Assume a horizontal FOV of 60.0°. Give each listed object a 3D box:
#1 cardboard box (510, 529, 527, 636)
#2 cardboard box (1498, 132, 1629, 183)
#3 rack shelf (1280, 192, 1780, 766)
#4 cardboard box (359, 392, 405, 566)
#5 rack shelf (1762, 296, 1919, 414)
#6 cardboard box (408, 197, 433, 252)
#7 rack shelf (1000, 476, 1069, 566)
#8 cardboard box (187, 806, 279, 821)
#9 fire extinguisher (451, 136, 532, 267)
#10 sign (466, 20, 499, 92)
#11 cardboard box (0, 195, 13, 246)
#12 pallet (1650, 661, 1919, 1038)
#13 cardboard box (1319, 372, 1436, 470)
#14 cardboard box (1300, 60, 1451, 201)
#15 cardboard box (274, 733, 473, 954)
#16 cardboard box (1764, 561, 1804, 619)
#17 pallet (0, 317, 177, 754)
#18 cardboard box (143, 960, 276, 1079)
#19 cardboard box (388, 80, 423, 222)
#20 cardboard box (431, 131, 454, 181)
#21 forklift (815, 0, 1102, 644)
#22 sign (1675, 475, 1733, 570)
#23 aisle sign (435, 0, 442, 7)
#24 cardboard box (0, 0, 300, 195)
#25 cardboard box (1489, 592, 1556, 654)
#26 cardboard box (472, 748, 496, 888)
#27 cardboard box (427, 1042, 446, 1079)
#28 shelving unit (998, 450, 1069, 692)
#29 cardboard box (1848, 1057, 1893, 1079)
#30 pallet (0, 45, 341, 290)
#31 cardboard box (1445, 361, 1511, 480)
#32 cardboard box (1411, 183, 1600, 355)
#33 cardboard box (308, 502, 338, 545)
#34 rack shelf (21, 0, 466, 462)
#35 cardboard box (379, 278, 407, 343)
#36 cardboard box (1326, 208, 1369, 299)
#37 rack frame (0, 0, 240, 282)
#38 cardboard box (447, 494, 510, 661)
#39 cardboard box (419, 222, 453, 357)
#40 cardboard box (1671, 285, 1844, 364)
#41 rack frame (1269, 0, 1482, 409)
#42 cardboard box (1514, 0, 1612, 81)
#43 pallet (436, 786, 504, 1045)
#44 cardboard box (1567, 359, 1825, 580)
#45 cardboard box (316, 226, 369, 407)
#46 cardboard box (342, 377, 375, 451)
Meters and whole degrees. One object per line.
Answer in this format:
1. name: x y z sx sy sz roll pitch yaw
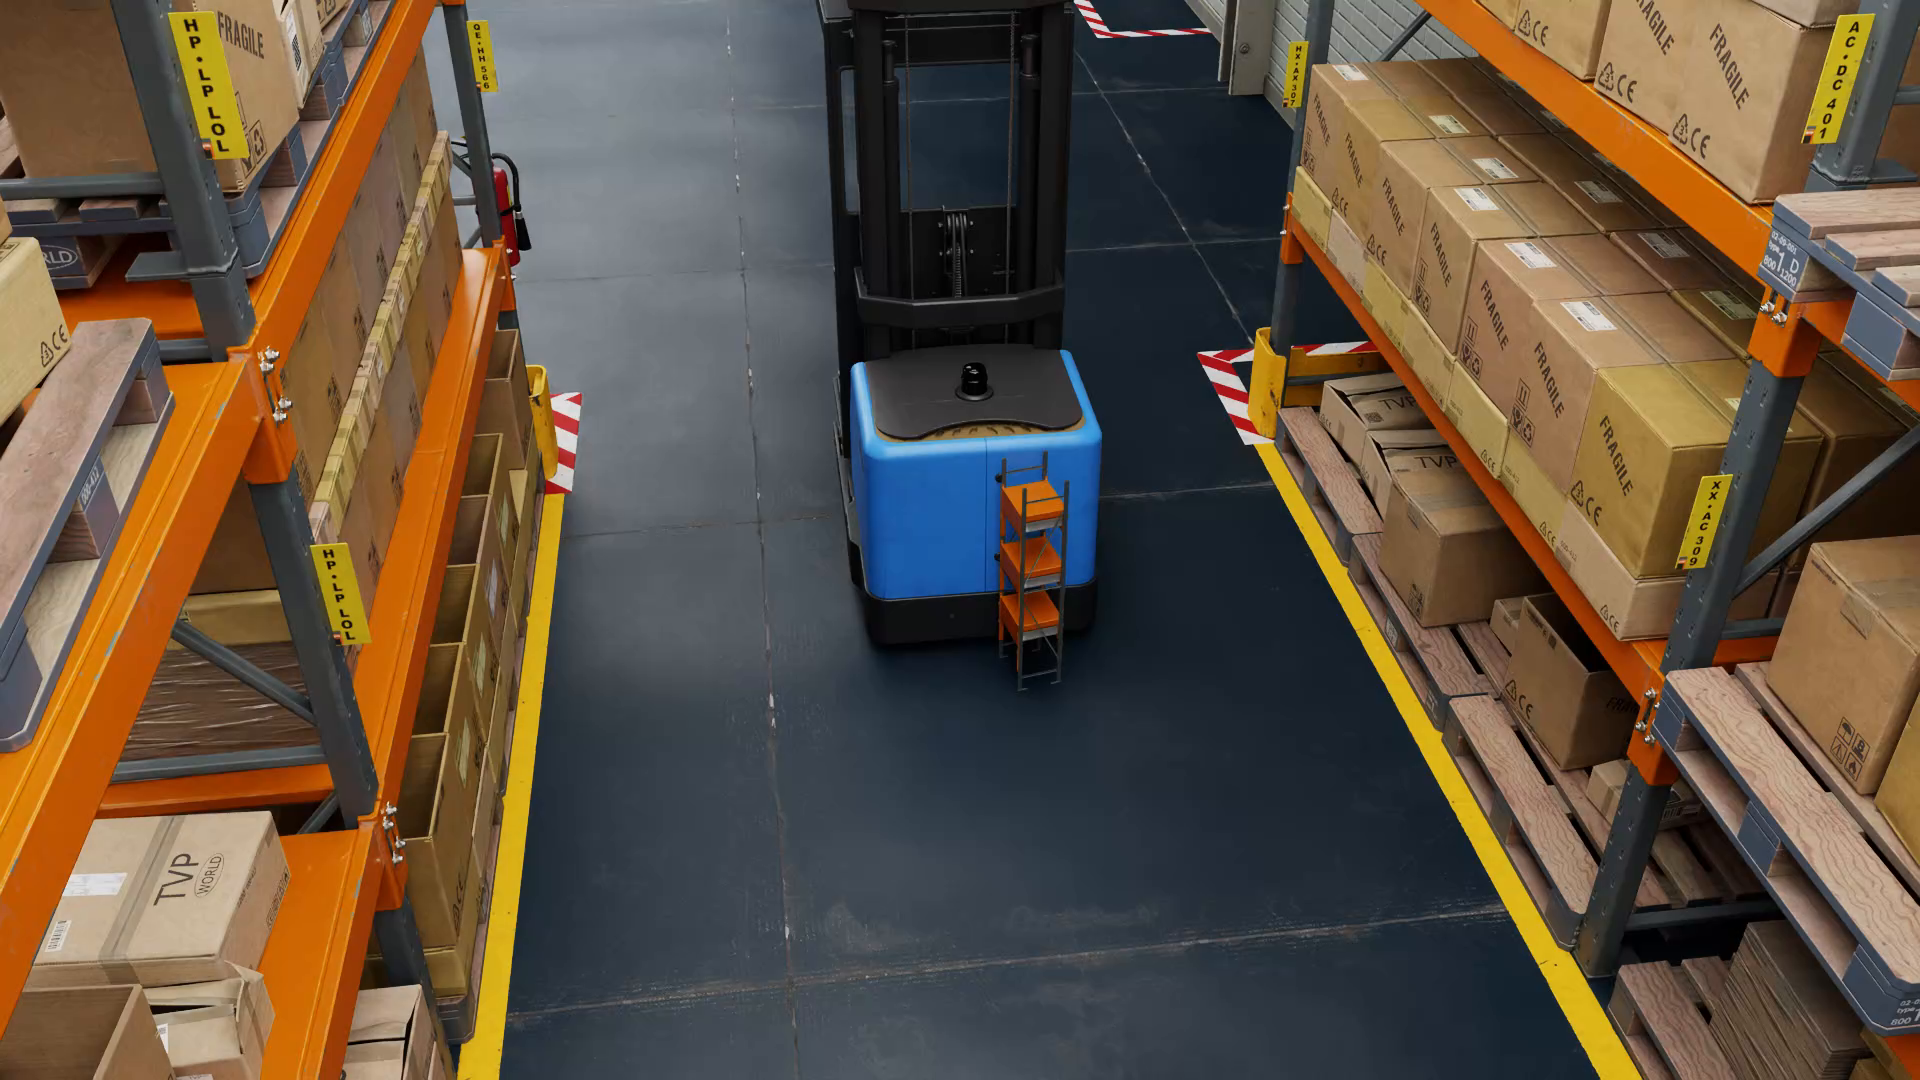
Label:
1. cardboard box: -2.206 0.204 7.356 0.500 0.250 0.500 -4 35 -6
2. cardboard box: 2.595 -1.410 7.104 0.500 0.500 0.500 -5 35 -8
3. rack shelf: 2.458 -0.557 7.042 1.077 0.370 4.000 -4 35 -6
4. cardboard box: -2.388 -0.223 5.825 0.700 0.500 0.500 -4 34 -6
5. rack shelf: 2.996 0.436 2.922 1.077 0.370 4.000 -4 35 -6
6. cardboard box: -2.376 -1.274 6.792 0.380 0.149 0.250 -4 34 -6
7. rack shelf: 0.308 -0.081 6.951 0.215 0.259 0.240 -11 36 -15
8. cardboard box: -2.516 0.770 5.860 0.500 0.500 0.500 -4 35 -6
9. fire extinguisher: -2.275 -1.662 8.094 0.296 0.674 0.183 -4 35 -6
10. sign: -2.179 -2.203 7.580 0.100 0.325 0.005 -4 35 -6
11. cardboard box: -2.137 -0.675 3.007 0.500 0.500 0.500 -4 34 -6
12. pallet: 2.686 0.779 4.614 1.003 0.211 1.213 -4 35 -6
13. cardboard box: 2.193 -0.648 8.534 0.500 0.311 0.500 -8 35 -12
14. cardboard box: 1.956 -1.937 7.879 0.500 0.500 0.500 -4 35 -6
15. cardboard box: -1.933 1.009 5.508 0.500 0.500 0.500 -4 35 -6
16. cardboard box: 2.876 0.037 5.647 0.500 0.250 0.500 -4 34 -6
17. pallet: -2.050 -0.030 3.137 0.805 0.209 1.217 -6 35 -8
18. cardboard box: -1.881 1.171 3.987 0.396 0.266 0.258 -5 35 -8
19. cardboard box: -2.586 -1.586 6.673 0.700 0.500 0.500 -5 35 -8
20. cardboard box: -2.479 -1.704 7.421 0.380 0.149 0.250 -5 35 -7
21. forklift: -0.081 -1.563 7.941 1.130 2.935 3.031 -4 34 -6
22. sign: 2.191 -0.050 4.892 0.100 0.325 0.005 -4 35 -6
23. aisle sign: -2.437 -2.726 7.278 0.394 0.787 0.004 -4 35 -6
24. cardboard box: -1.987 -1.174 4.060 0.500 0.500 0.500 -2 34 -2
25. cardboard box: 2.532 0.364 7.193 0.380 0.149 0.250 -7 35 -10
26. cardboard box: -2.005 1.041 6.128 0.500 0.250 0.500 -4 35 -6
27. cardboard box: -1.838 1.811 4.997 0.500 0.250 0.500 -5 35 -7
28. shelving unit: 0.308 0.145 7.105 0.215 1.050 0.252 -11 36 -15
29. cardboard box: 2.962 1.807 4.764 0.700 0.500 0.500 -5 35 -7
30. pallet: -2.321 -1.038 4.524 1.003 0.211 1.213 -4 35 -6
31. cardboard box: 2.221 -0.484 6.412 0.500 0.250 0.500 -5 35 -7
32. cardboard box: 2.157 -1.085 6.628 0.500 0.500 0.500 -3 34 -5
33. cardboard box: -2.059 0.025 4.885 0.380 0.149 0.250 -4 34 -6
34. rack shelf: -2.450 -1.419 5.644 1.077 0.370 4.000 -4 35 -6
35. cardboard box: -2.268 -0.838 6.152 0.380 0.149 0.250 -5 35 -7
36. cardboard box: 2.024 -1.331 7.656 0.500 0.250 0.500 -5 35 -8
37. rack frame: -2.181 -1.840 2.959 1.000 3.000 0.127 -4 35 -6
38. cardboard box: -2.137 0.173 6.736 0.500 0.500 0.500 -4 35 -6
39. cardboard box: -2.593 -1.080 7.083 0.700 0.500 0.500 -4 34 -5
40. cardboard box: 2.805 -0.561 5.860 0.500 0.500 0.500 -5 35 -7
41. rack frame: 2.189 -1.970 8.478 1.000 3.000 0.127 -4 35 -6
42. cardboard box: 2.247 -1.880 5.575 0.500 0.500 0.500 -6 35 -8
43. pallet: -2.246 1.344 6.090 1.003 0.211 1.213 -4 35 -6
44. cardboard box: 2.357 -0.235 5.380 0.500 0.500 0.500 -4 35 -6
45. cardboard box: -2.383 -0.747 5.441 0.700 0.500 0.500 -4 35 -6
46. cardboard box: -2.164 -0.405 5.516 0.380 0.149 0.250 -5 35 -8
